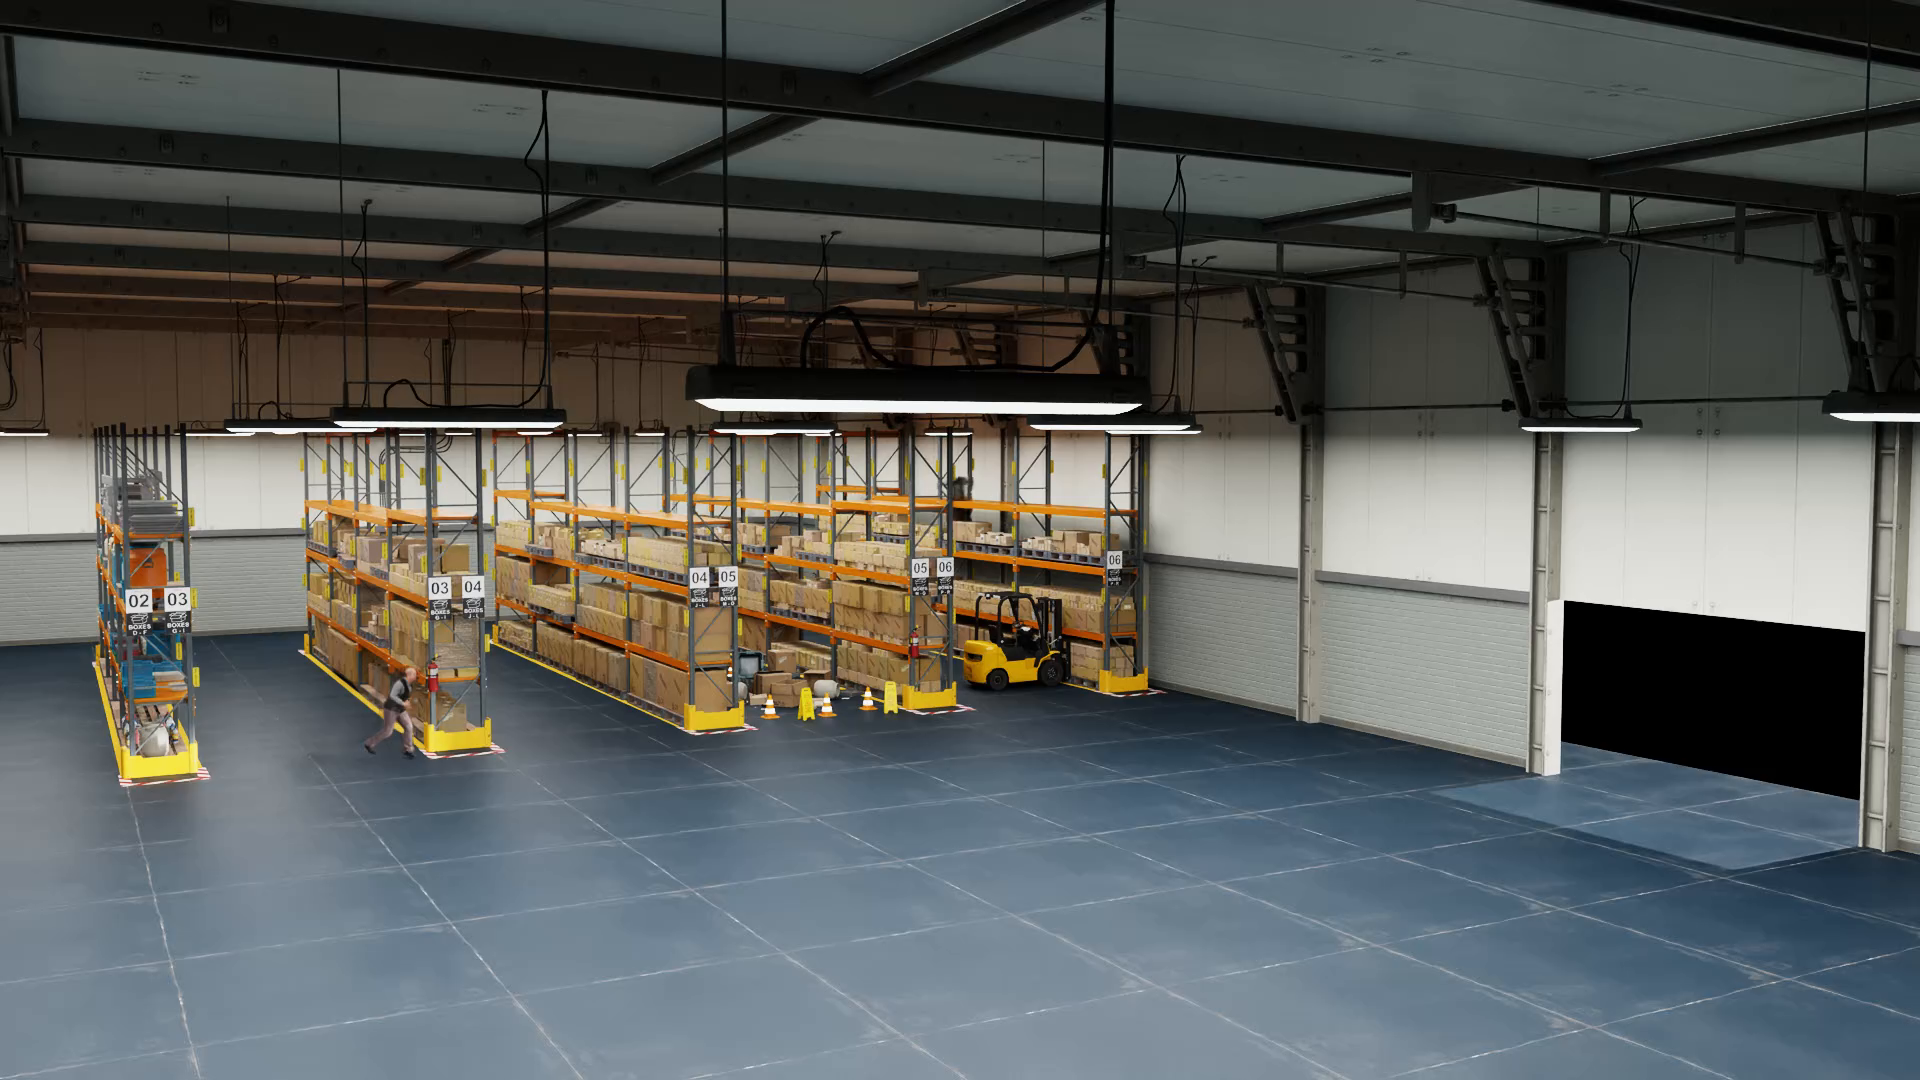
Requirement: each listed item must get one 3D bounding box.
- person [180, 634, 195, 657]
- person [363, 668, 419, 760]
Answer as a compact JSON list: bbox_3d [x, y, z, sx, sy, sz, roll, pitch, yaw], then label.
[{"bbox_3d":[-20.507,2.288,43.540,0.684,1.664,0.682,1,4,20],"label":"person"},{"bbox_3d":[-10.198,3.116,29.811,1.007,1.681,0.697,0,3,1],"label":"person"}]
